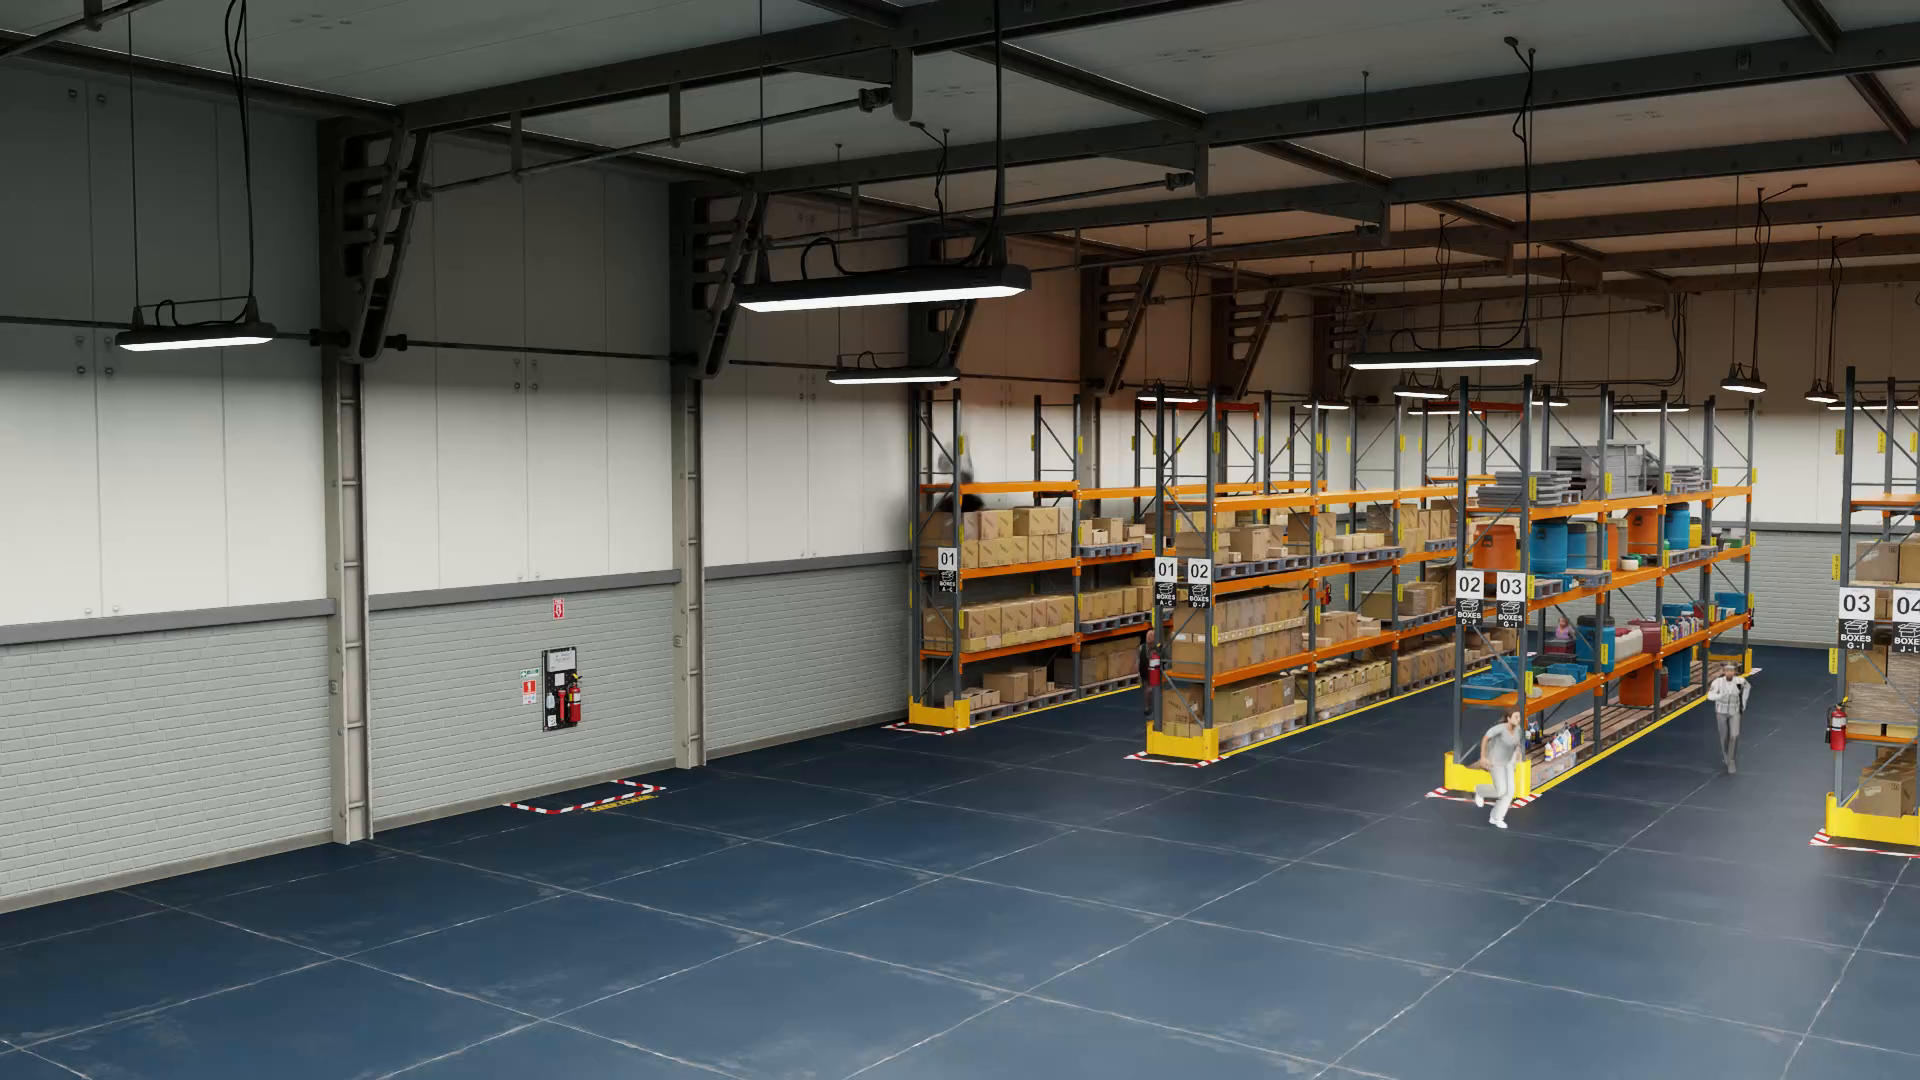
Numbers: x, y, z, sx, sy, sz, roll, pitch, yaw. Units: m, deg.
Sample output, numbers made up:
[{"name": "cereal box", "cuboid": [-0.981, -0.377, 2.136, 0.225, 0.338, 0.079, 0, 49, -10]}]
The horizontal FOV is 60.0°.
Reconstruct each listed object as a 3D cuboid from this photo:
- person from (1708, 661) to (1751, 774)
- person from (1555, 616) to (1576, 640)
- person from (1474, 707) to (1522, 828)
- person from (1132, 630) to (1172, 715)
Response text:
[{"name": "person", "cuboid": [11.857, 2.714, 25.655, 0.595, 1.747, 0.830, 2, 4, 25]}, {"name": "person", "cuboid": [12.046, 2.330, 33.054, 0.728, 1.614, 0.530, -3, 5, -45]}, {"name": "person", "cuboid": [7.107, 2.972, 21.978, 0.557, 1.605, 0.740, -2, 4, -30]}, {"name": "person", "cuboid": [3.413, 2.388, 29.401, 0.650, 1.603, 0.939, 2, 4, 31]}]
